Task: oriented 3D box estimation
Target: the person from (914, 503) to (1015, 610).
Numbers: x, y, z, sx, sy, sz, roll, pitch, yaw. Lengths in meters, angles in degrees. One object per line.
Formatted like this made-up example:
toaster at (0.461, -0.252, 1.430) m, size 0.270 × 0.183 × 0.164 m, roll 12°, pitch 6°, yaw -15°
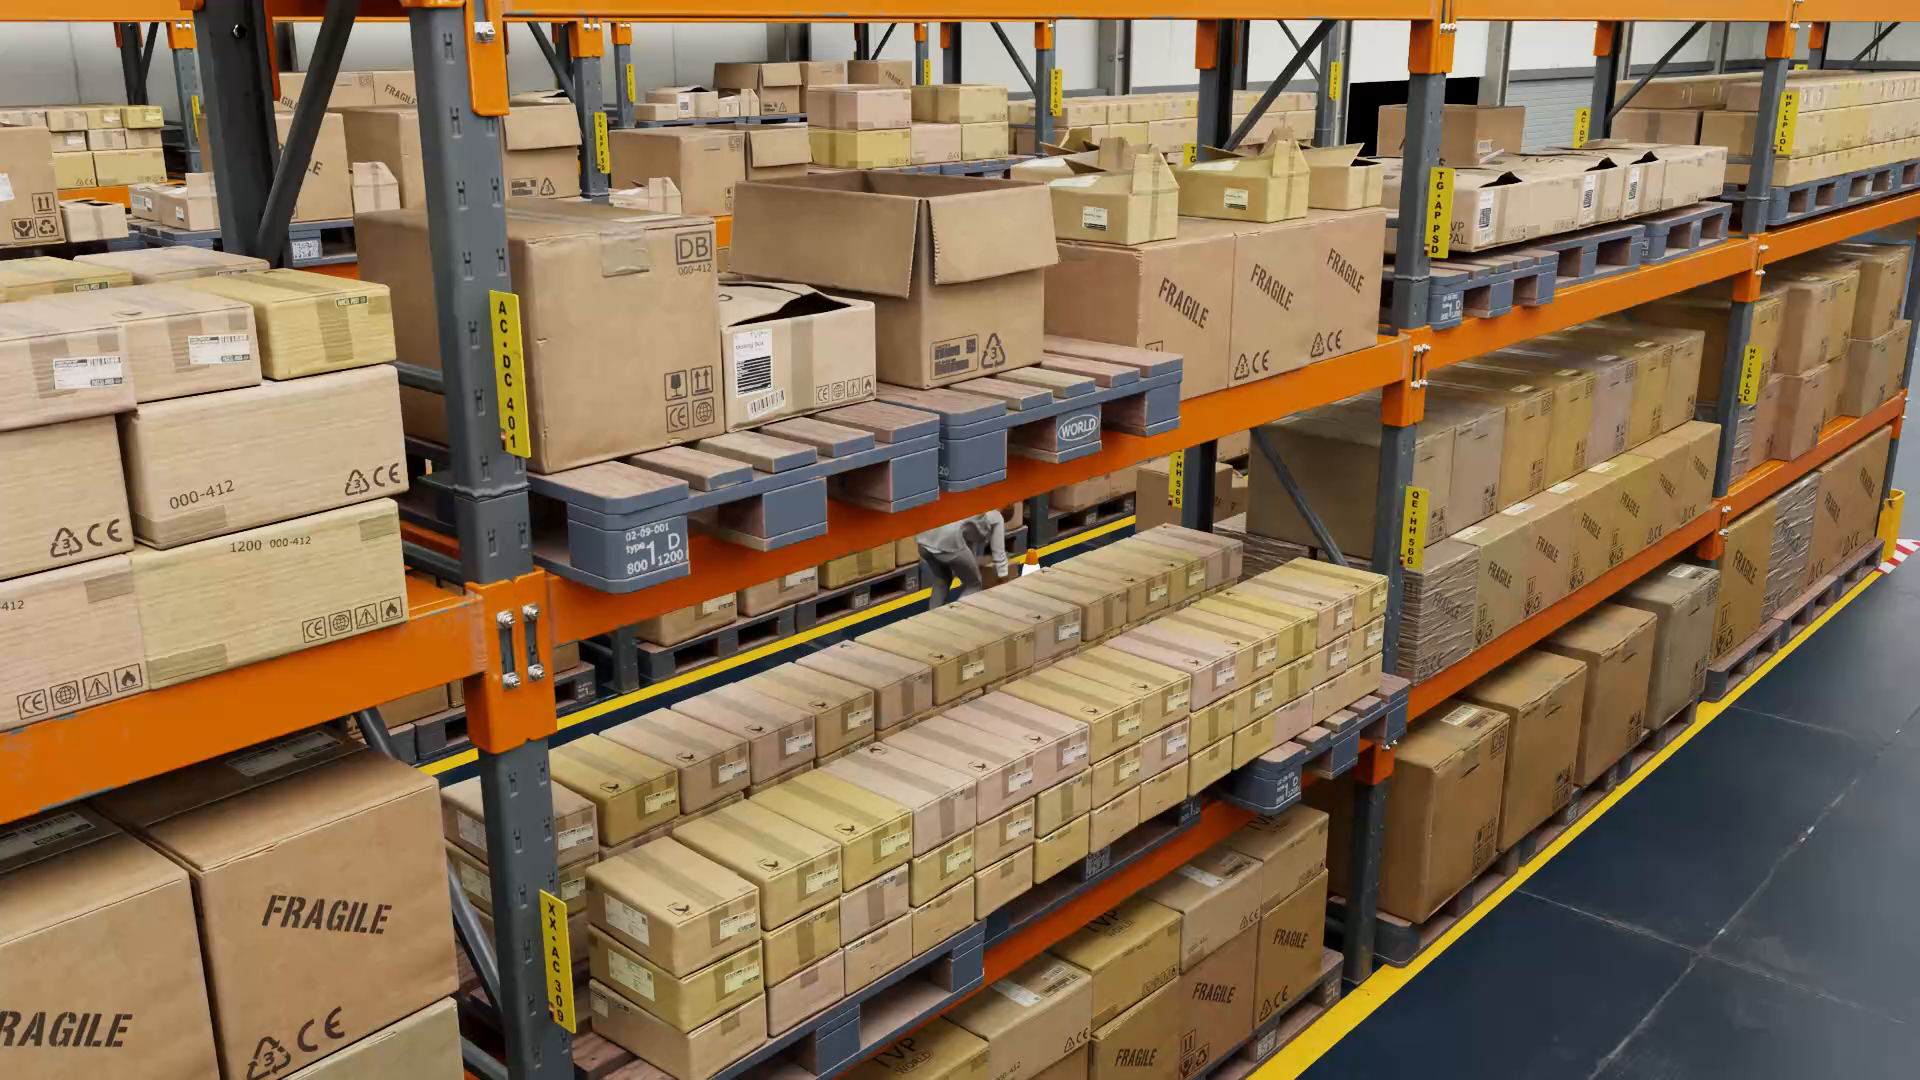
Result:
person at (0.056, 0.209, 10.896) m, size 0.389 × 1.001 × 0.870 m, roll 14°, pitch 22°, yaw 37°
